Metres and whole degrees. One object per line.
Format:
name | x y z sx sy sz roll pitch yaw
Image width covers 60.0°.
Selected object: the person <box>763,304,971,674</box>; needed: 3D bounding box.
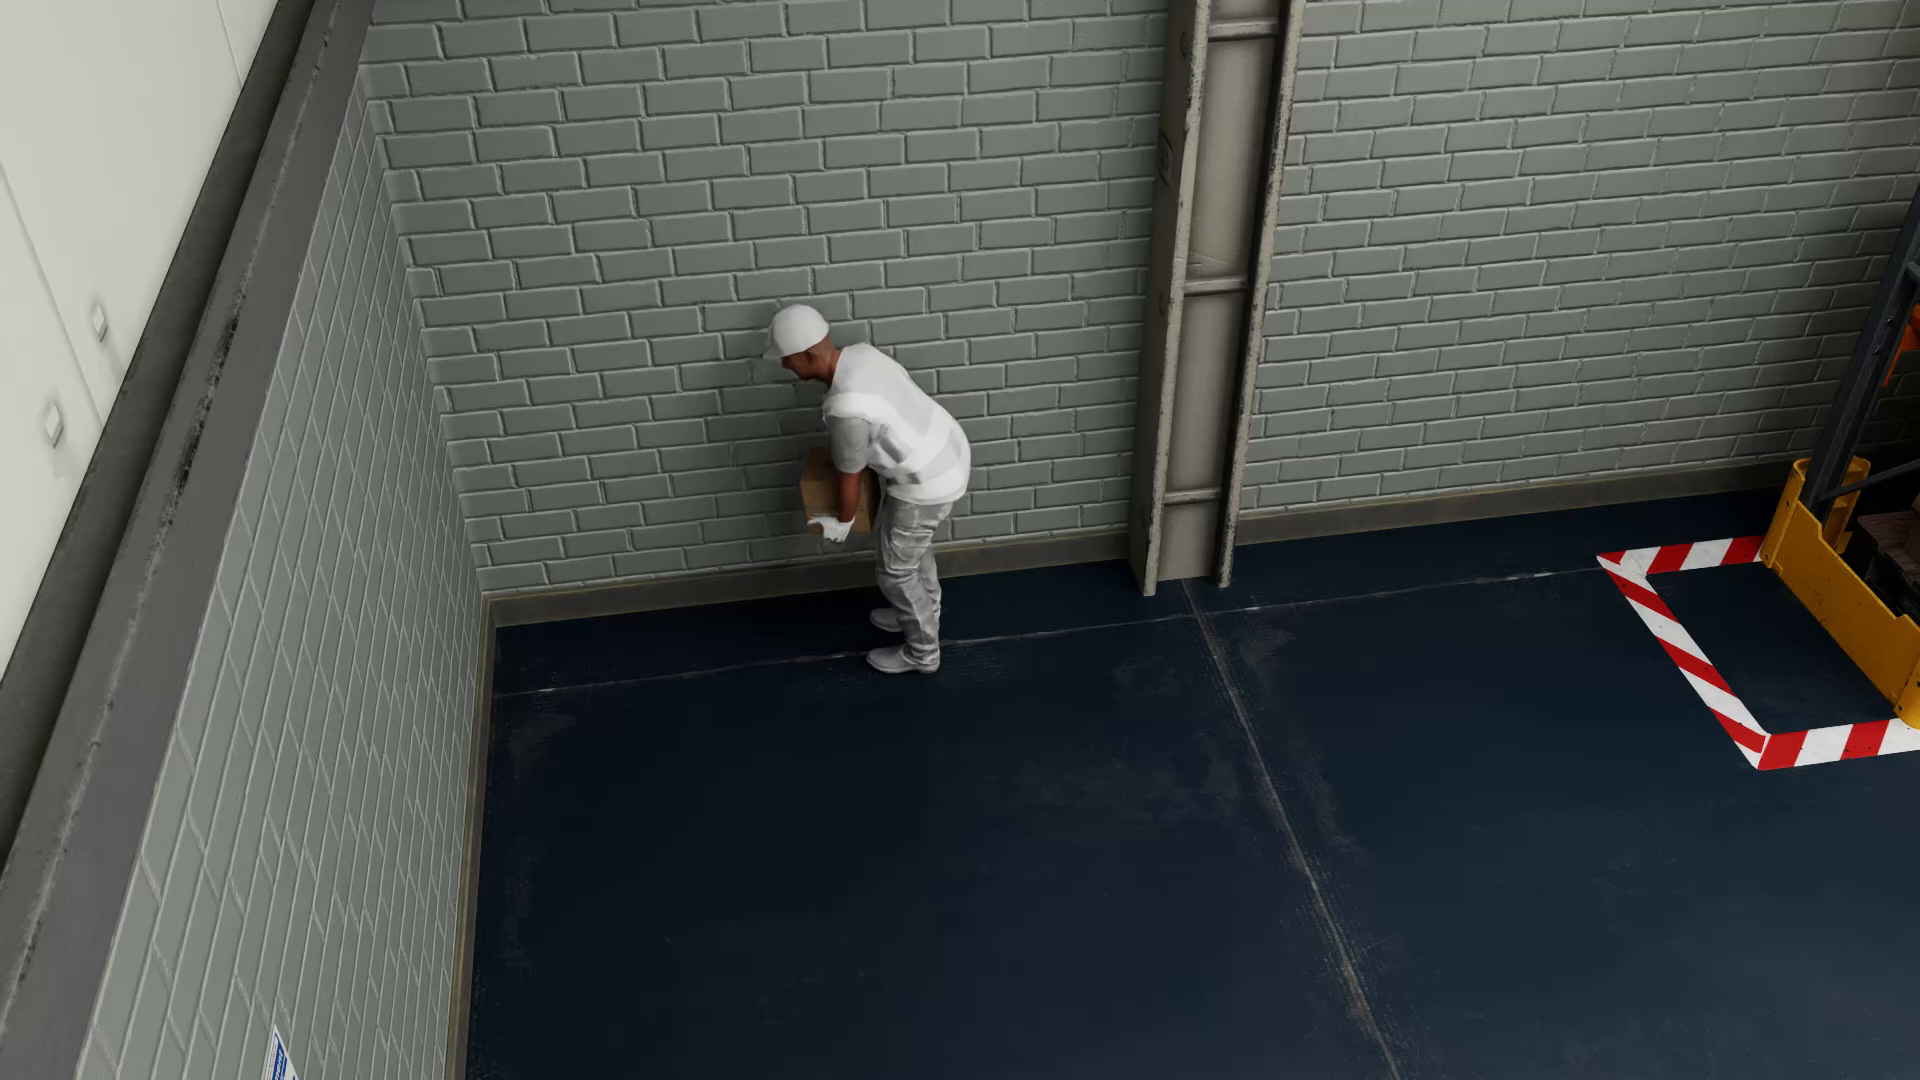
person | -0.345 -0.198 6.527 0.771 1.609 0.469 5 39 6
